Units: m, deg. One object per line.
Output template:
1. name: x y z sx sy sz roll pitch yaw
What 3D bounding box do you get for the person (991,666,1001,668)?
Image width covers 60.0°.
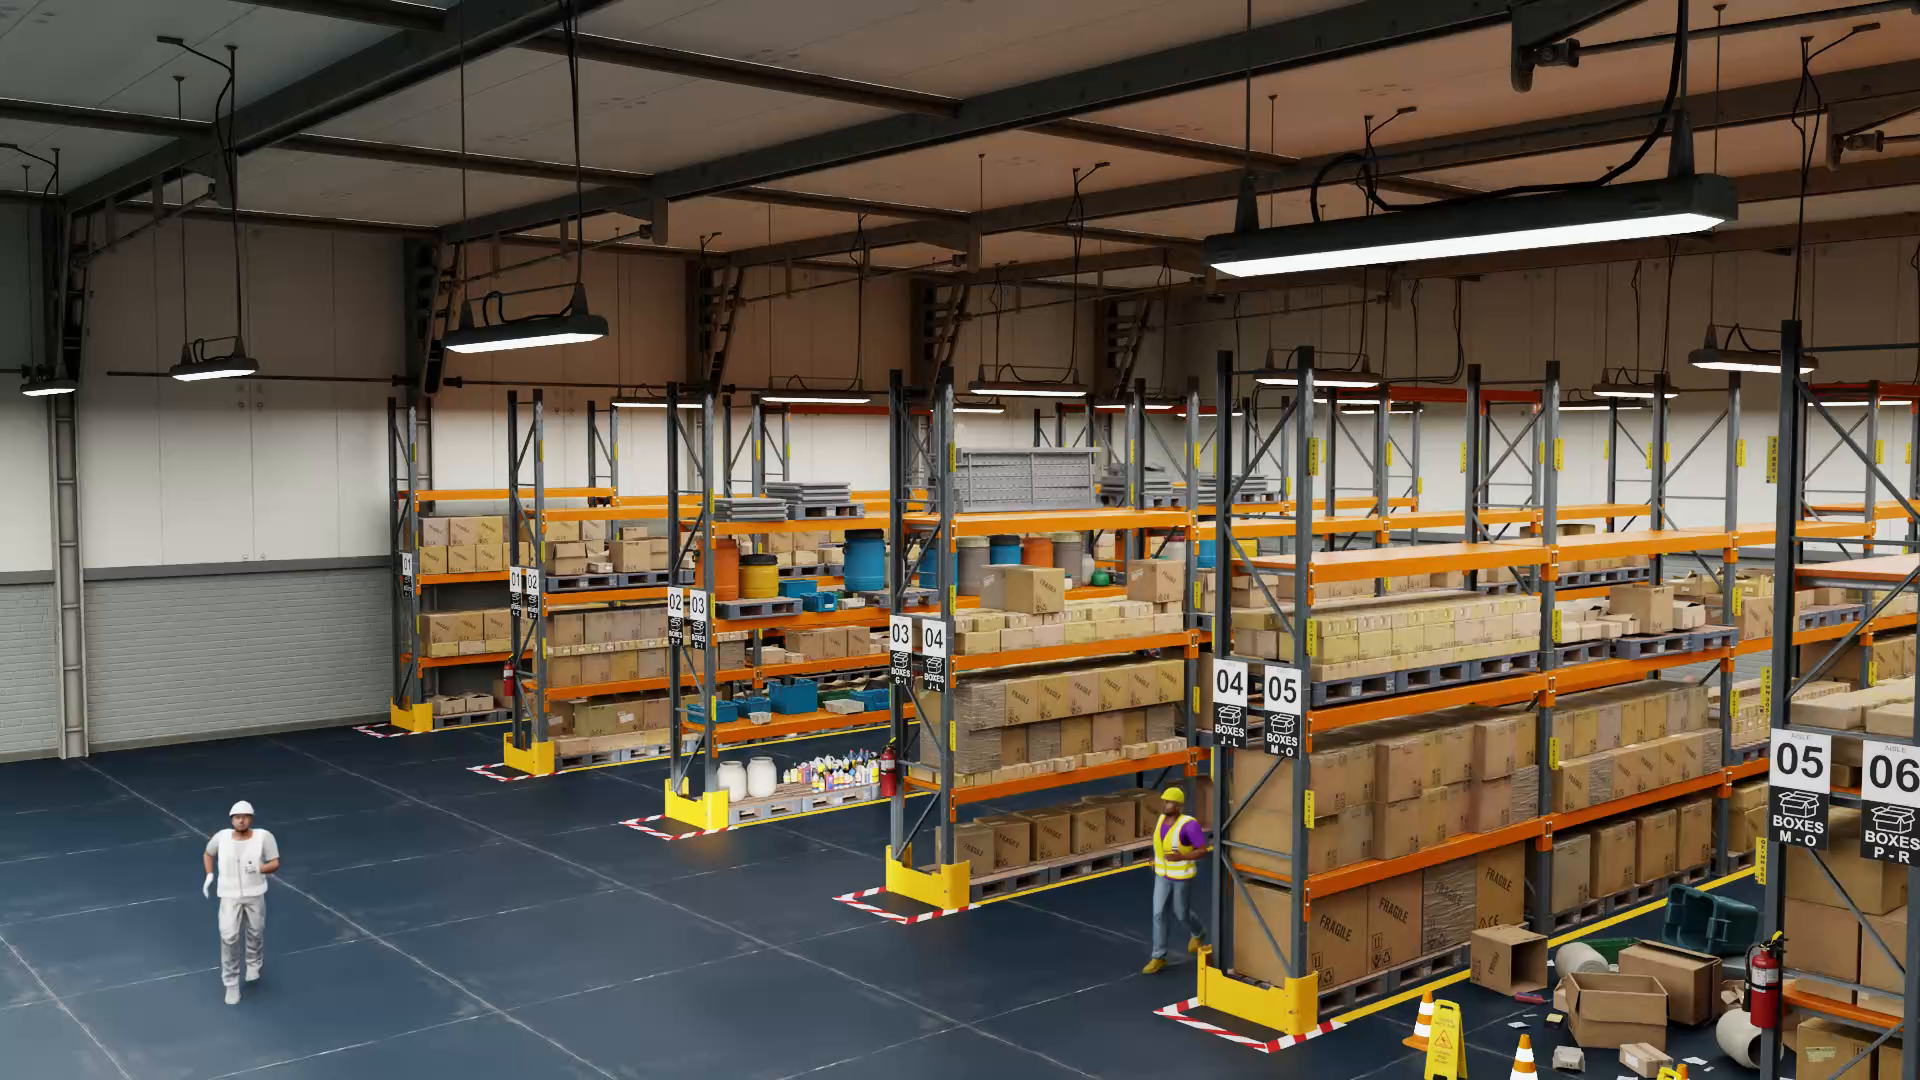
1. person: 0.635 2.590 29.094 0.648 1.740 0.598 3 4 39

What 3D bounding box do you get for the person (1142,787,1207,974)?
1. person: 2.150 3.321 16.386 0.682 1.780 0.915 3 5 45

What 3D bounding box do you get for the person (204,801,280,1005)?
1. person: -6.720 3.363 15.568 0.660 1.847 0.781 -1 4 -23

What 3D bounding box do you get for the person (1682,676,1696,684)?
1. person: 10.597 2.879 24.028 0.985 1.838 0.728 -2 4 -35
